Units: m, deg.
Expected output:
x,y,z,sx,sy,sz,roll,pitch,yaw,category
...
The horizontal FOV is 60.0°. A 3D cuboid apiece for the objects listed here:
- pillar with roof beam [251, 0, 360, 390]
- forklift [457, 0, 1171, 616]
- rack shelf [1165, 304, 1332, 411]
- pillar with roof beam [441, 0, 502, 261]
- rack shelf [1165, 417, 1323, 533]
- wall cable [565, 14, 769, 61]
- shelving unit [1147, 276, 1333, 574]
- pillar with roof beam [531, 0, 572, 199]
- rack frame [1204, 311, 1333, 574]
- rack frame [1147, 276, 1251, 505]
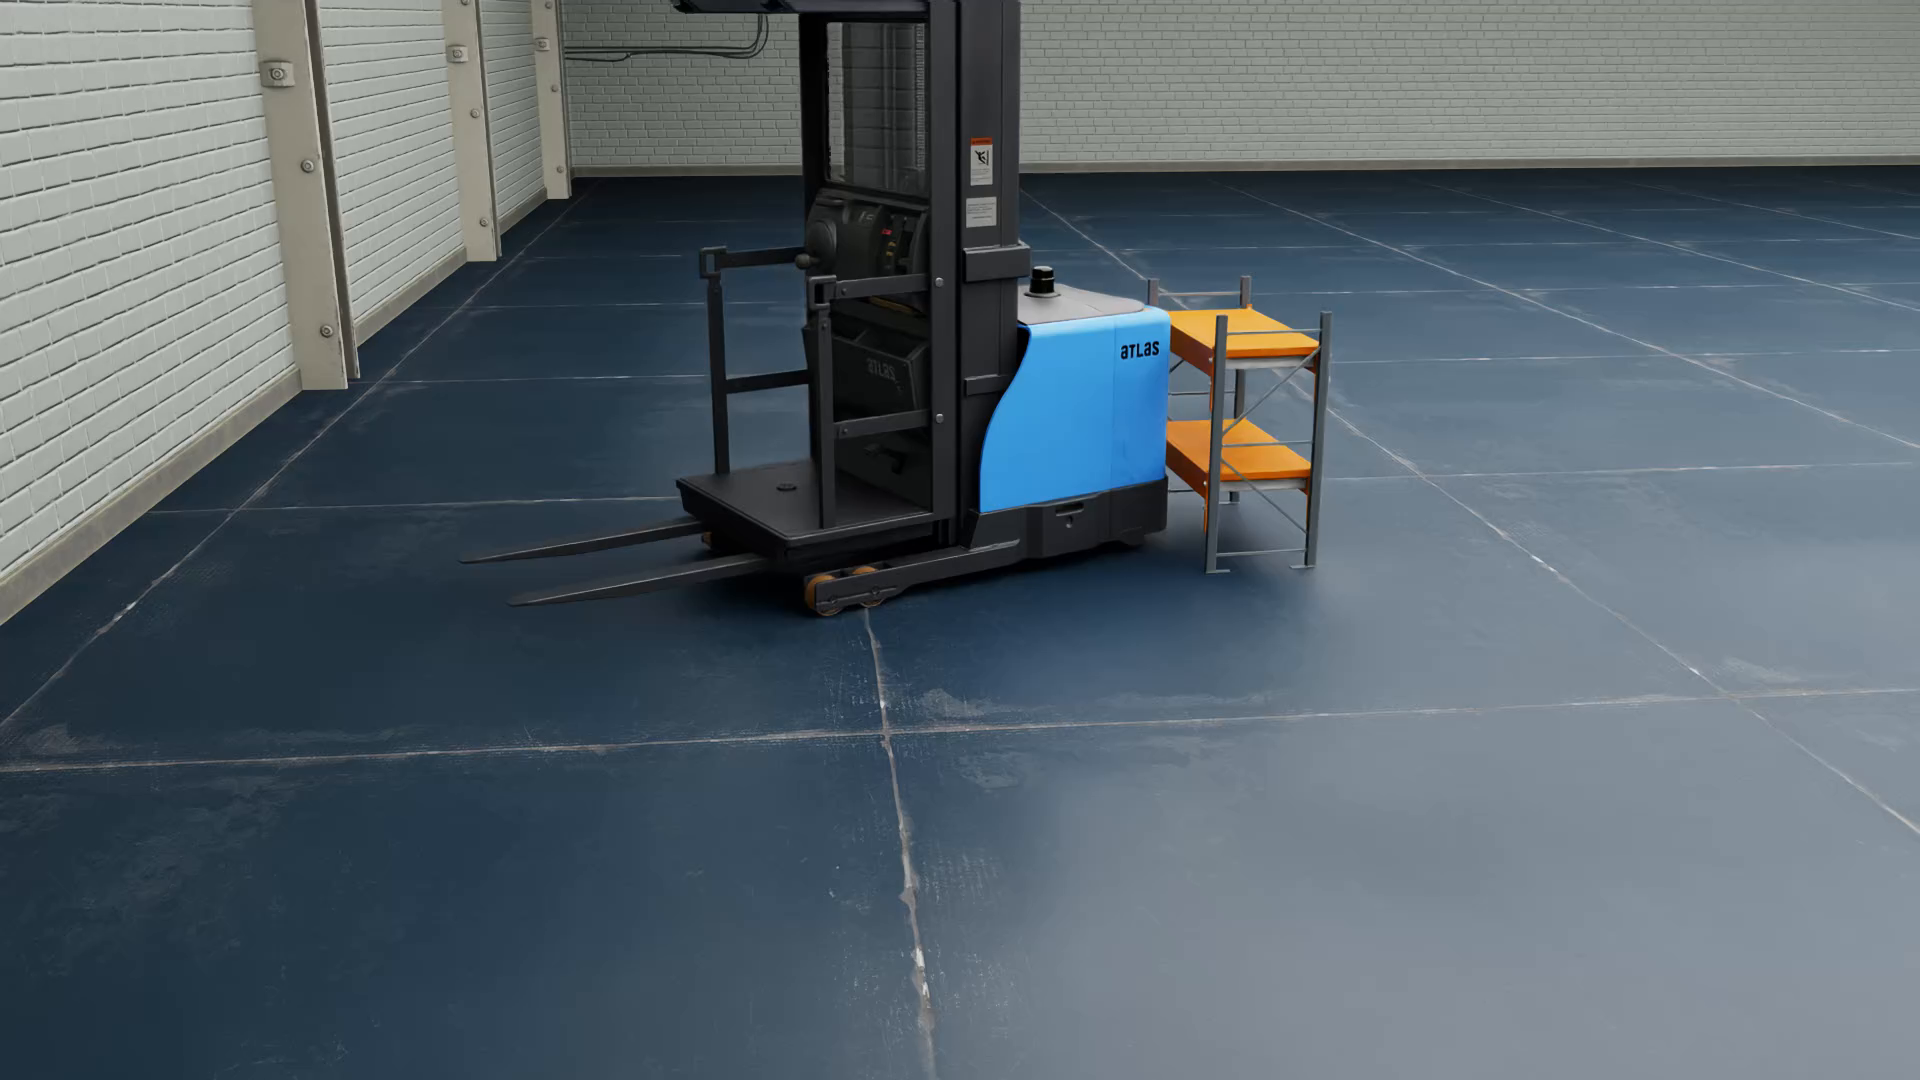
x,y,z,sx,sy,sz,roll,pitch,yaw,category
0.120,-5.460,10.046,9.100,9.000,0.400,-2,18,-6,pillar with roof beam
-0.572,-1.271,6.832,3.031,2.935,1.130,-11,20,-31,forklift
1.225,-0.836,7.486,0.538,0.278,1.000,-3,18,-9,rack shelf
-0.499,-7.248,15.740,9.100,9.000,0.400,-2,18,-6,pillar with roof beam
1.225,-0.324,7.647,0.538,0.278,1.000,-3,18,-9,rack shelf
-4.389,-8.340,24.401,3.097,2.526,0.112,-2,18,-6,wall cable
1.225,-0.557,7.574,0.538,1.125,1.048,-3,18,-9,shelving unit
-1.118,-9.036,21.434,9.100,9.000,0.400,-2,18,-6,pillar with roof beam
1.311,-0.407,7.096,0.500,1.125,0.032,-3,18,-9,rack frame
1.138,-0.707,8.052,0.500,1.125,0.032,-3,18,-9,rack frame
